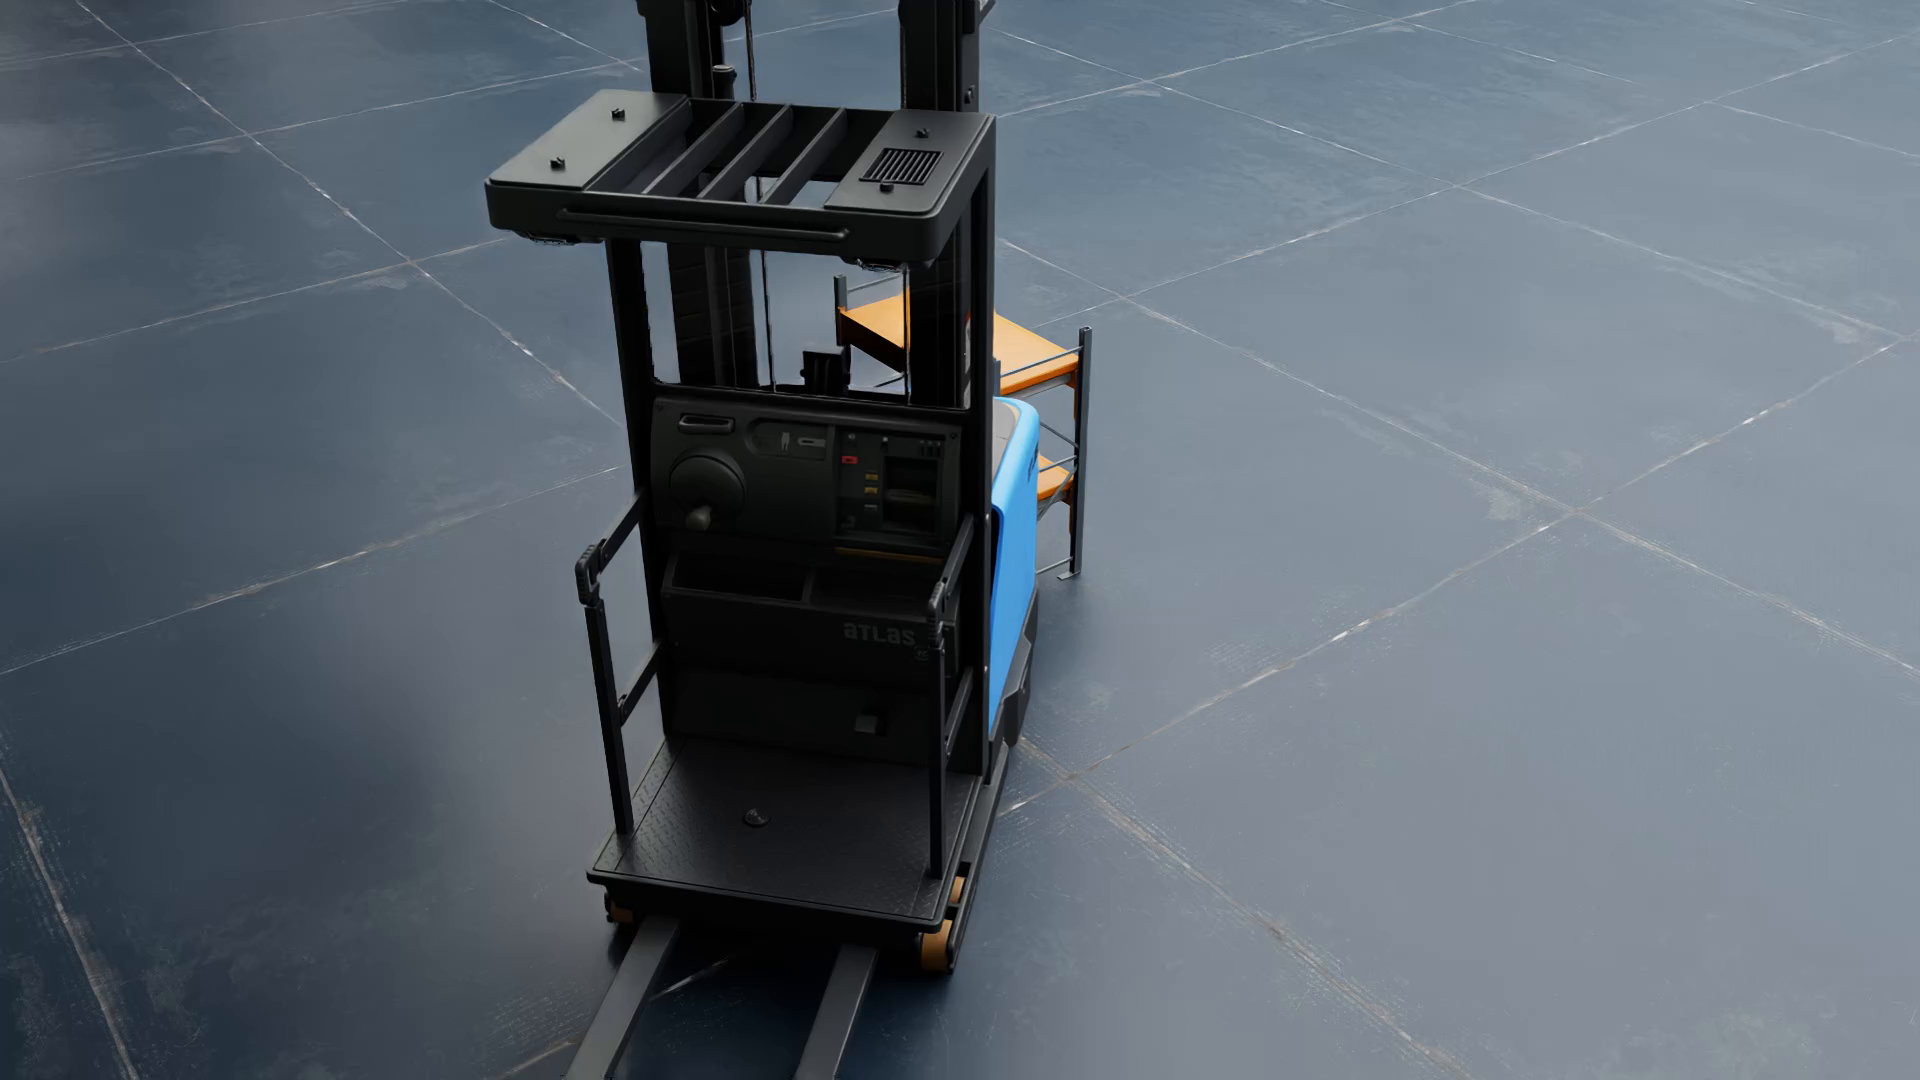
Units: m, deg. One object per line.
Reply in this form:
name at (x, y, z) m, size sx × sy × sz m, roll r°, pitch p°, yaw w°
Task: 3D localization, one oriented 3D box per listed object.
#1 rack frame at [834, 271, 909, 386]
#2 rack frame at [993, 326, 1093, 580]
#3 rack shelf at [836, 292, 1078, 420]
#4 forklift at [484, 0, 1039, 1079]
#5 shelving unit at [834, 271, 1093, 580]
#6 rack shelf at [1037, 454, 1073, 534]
rack frame at (-0.316, -0.693, 7.299) m, size 0.500 × 1.125 × 0.032 m, roll -22°, pitch 38°, yaw -31°
rack frame at (0.308, -0.269, 6.617) m, size 0.500 × 1.125 × 0.032 m, roll -22°, pitch 38°, yaw -31°
rack shelf at (-0.004, -0.729, 6.803) m, size 0.538 × 0.278 × 1.000 m, roll -22°, pitch 38°, yaw -31°
forklift at (-0.497, -0.134, 4.687) m, size 1.130 × 2.935 × 3.031 m, roll 6°, pitch 32°, yaw 10°
shelving unit at (-0.004, -0.481, 6.958) m, size 0.538 × 1.125 × 1.048 m, roll -22°, pitch 38°, yaw -31°
rack shelf at (-0.004, -0.273, 7.087) m, size 0.538 × 0.278 × 1.000 m, roll -22°, pitch 38°, yaw -31°
